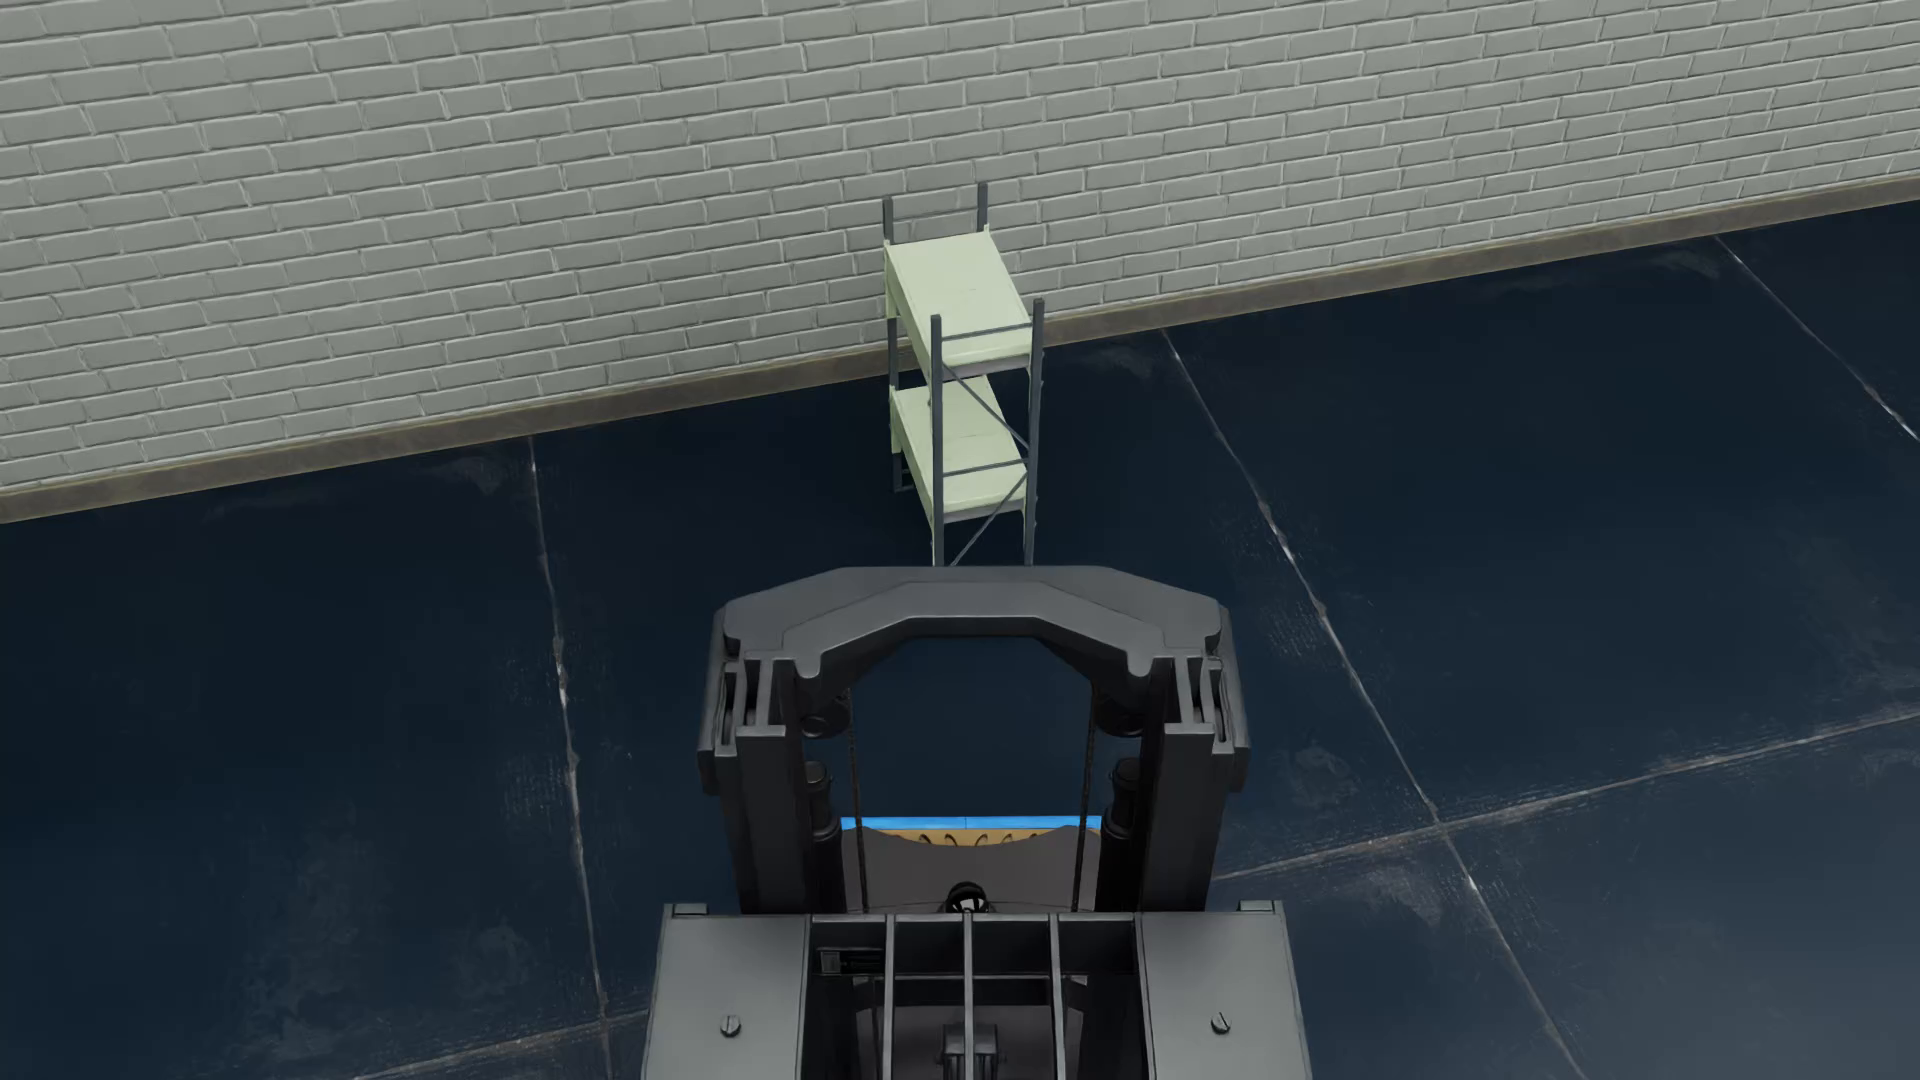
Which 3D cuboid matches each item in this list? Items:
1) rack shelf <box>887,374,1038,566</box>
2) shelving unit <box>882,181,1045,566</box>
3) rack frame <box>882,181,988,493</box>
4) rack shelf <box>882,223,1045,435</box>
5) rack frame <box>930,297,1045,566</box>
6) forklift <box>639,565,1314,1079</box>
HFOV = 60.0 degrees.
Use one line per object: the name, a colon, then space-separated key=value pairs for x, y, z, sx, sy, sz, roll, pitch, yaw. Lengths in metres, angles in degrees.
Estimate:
rack shelf: x=0.002 y=-0.292 z=6.693 sx=0.431 sy=0.370 sz=0.720 roll=-11 pitch=47 yaw=-10
shelving unit: x=0.002 y=-0.520 z=6.461 sx=0.431 sy=1.500 sz=0.755 roll=-11 pitch=47 yaw=-10
rack frame: x=-0.092 y=-0.773 z=6.708 sx=0.400 sy=1.500 sz=0.023 roll=-11 pitch=47 yaw=-10
rack shelf: x=0.002 y=-0.793 z=6.182 sx=0.431 sy=0.370 sz=0.720 roll=-11 pitch=47 yaw=-10
rack frame: x=0.095 y=-0.268 z=6.213 sx=0.400 sy=1.500 sz=0.023 roll=-11 pitch=47 yaw=-10
forklift: x=0.026 y=1.567 z=3.413 sx=1.130 sy=2.935 sz=3.031 roll=0 pitch=46 yaw=0
